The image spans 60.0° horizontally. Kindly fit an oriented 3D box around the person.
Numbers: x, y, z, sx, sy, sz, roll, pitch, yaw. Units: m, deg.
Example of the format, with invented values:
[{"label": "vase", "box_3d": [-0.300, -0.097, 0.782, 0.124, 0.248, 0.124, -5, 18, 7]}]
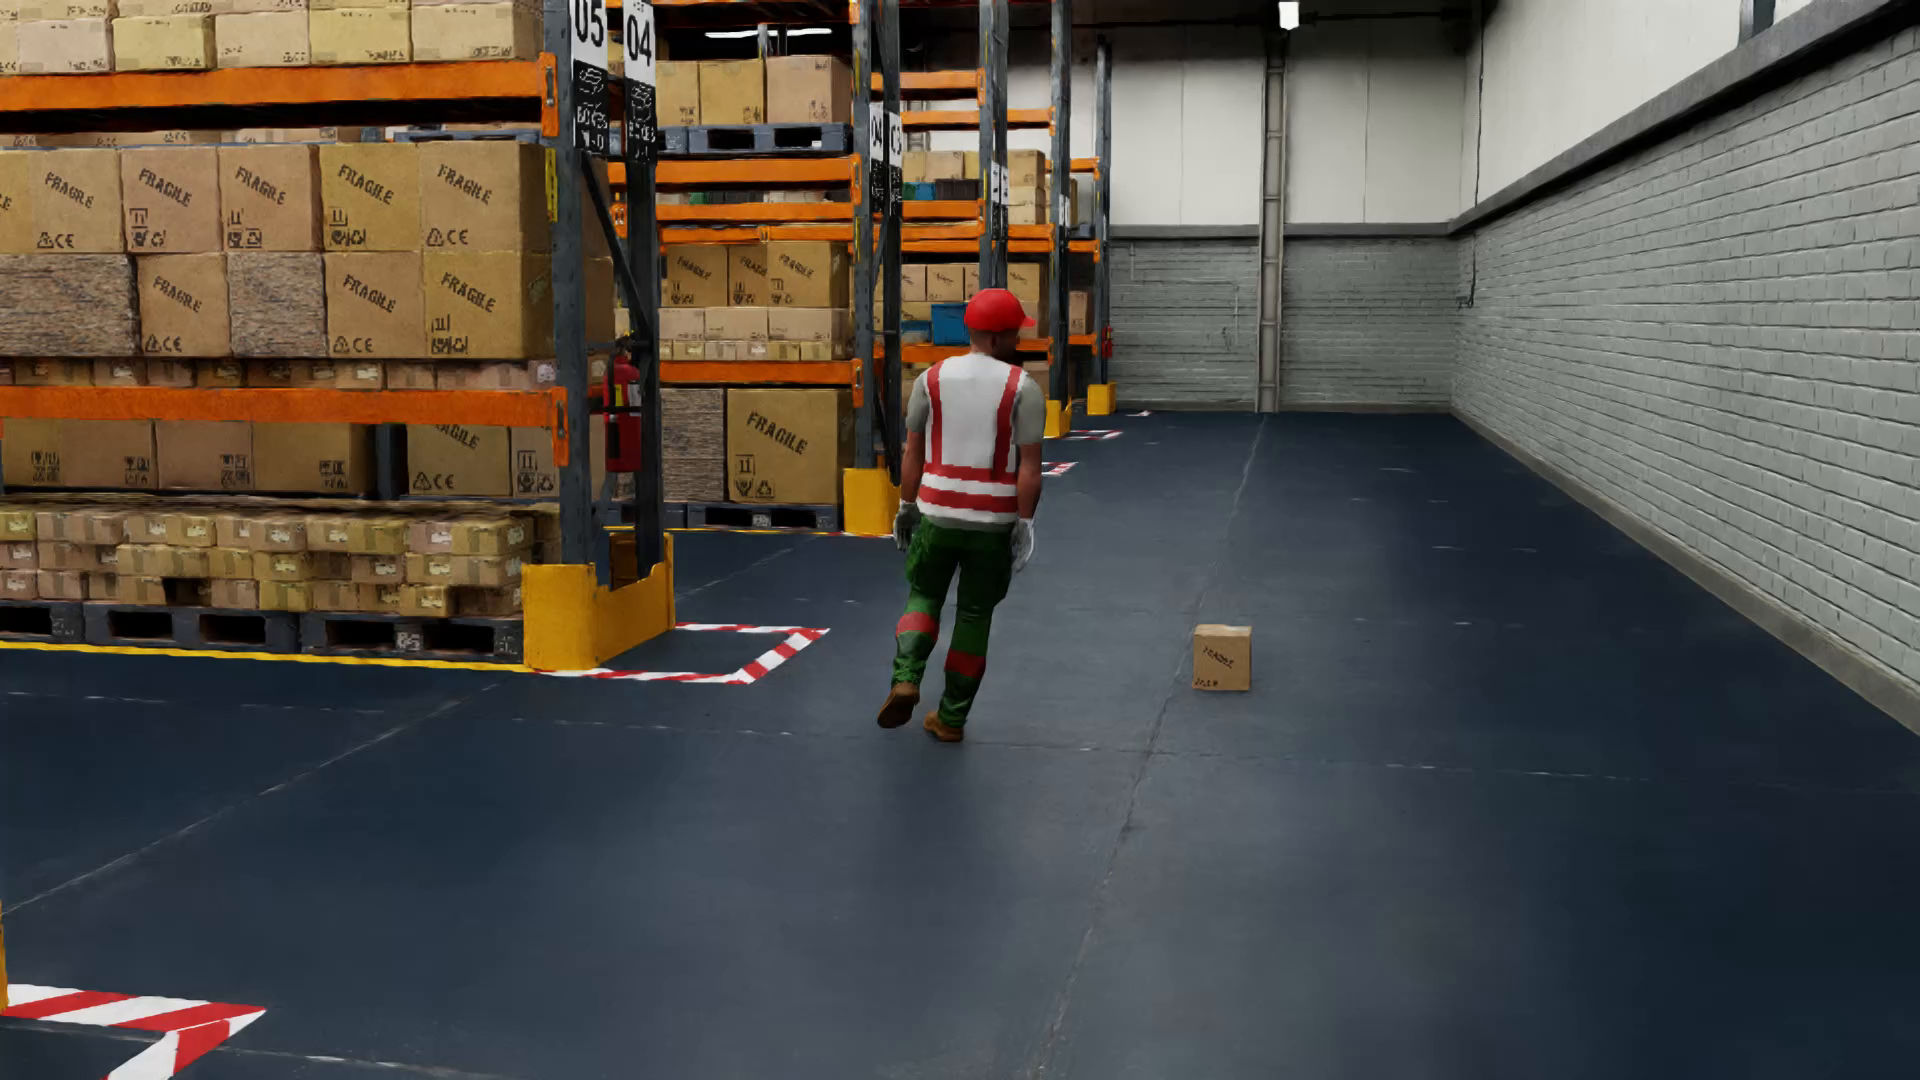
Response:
[{"label": "person", "box_3d": [0.016, -0.079, 6.400, 0.649, 1.762, 0.516, 1, 8, 8]}]
